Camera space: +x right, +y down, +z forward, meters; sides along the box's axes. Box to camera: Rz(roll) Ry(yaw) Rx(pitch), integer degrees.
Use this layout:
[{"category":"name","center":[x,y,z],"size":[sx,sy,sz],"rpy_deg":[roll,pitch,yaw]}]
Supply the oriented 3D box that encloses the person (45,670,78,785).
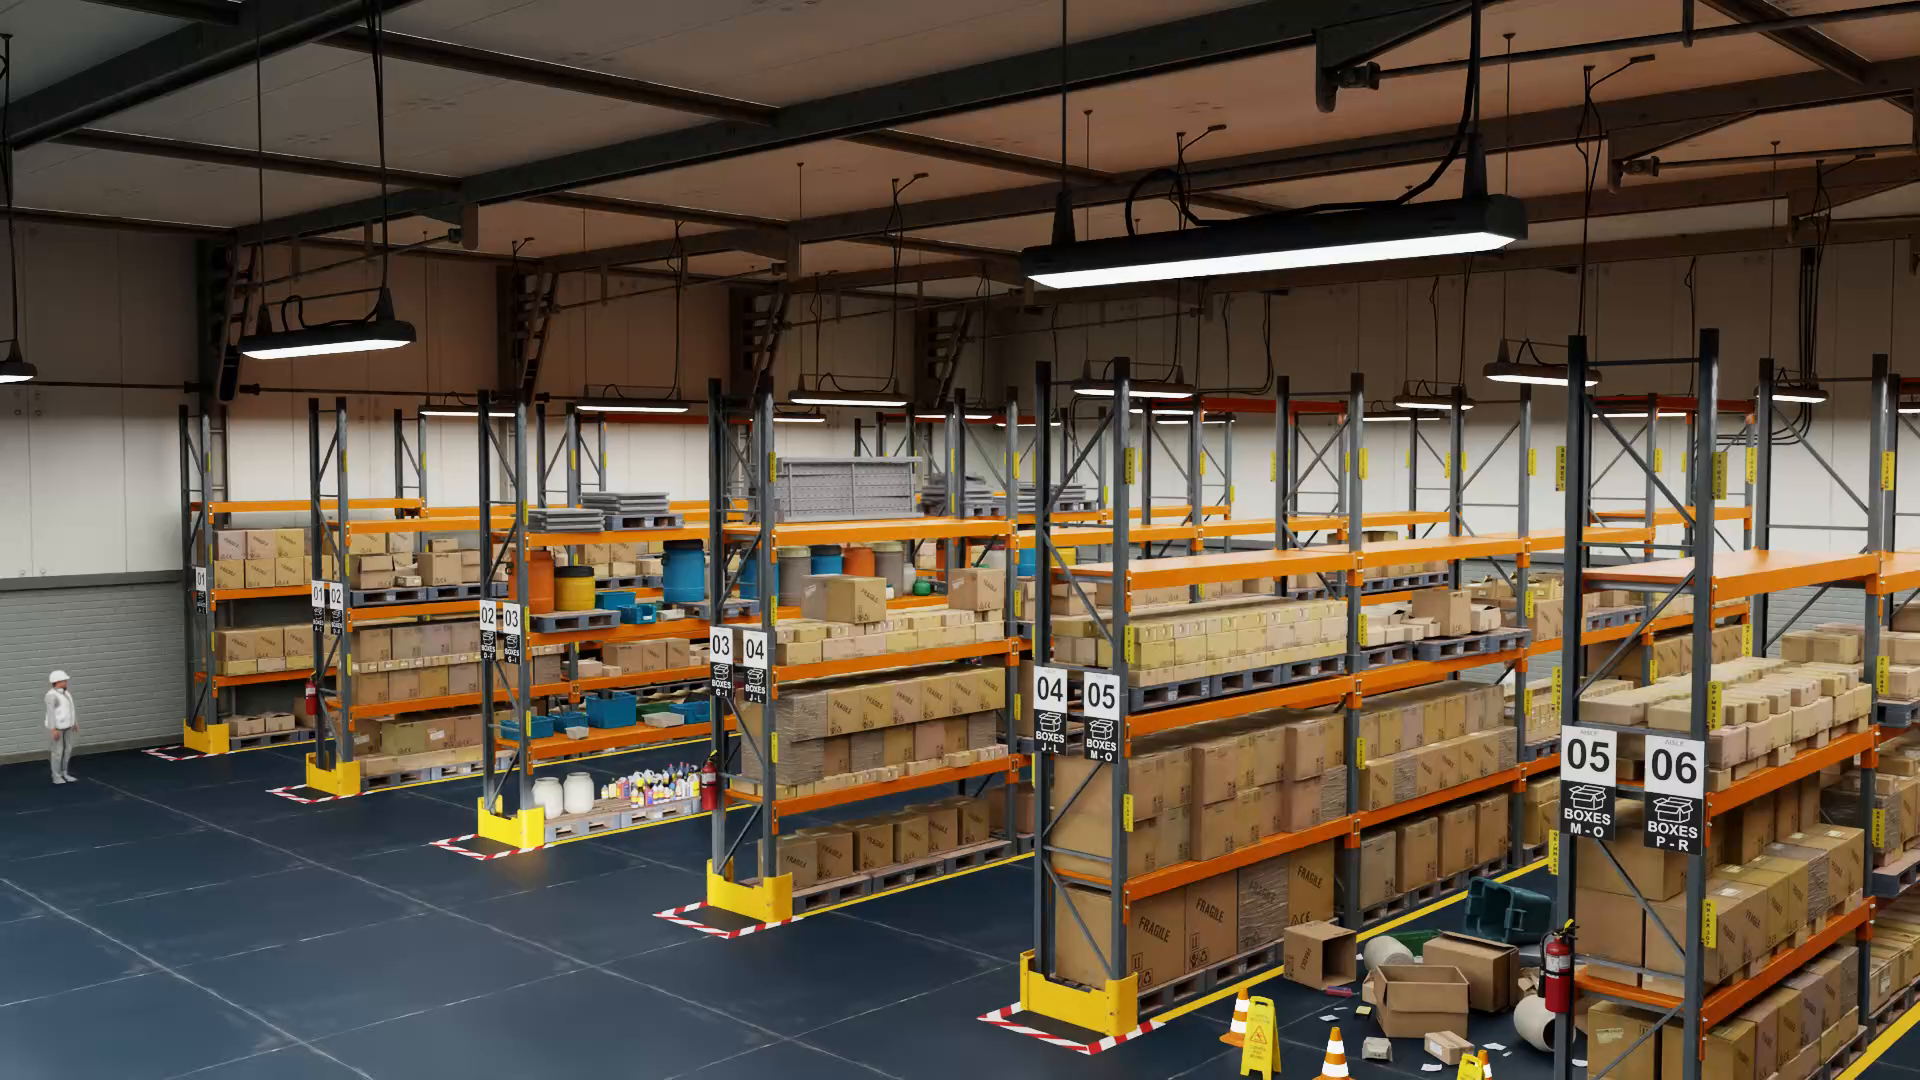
[{"category":"person","center":[-14.034,2.911,25.926],"size":[0.373,1.778,0.569],"rpy_deg":[0,3,8]}]

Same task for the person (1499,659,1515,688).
[{"category":"person","center":[9.208,2.812,28.166],"size":[0.569,1.771,0.540],"rpy_deg":[0,3,5]}]
